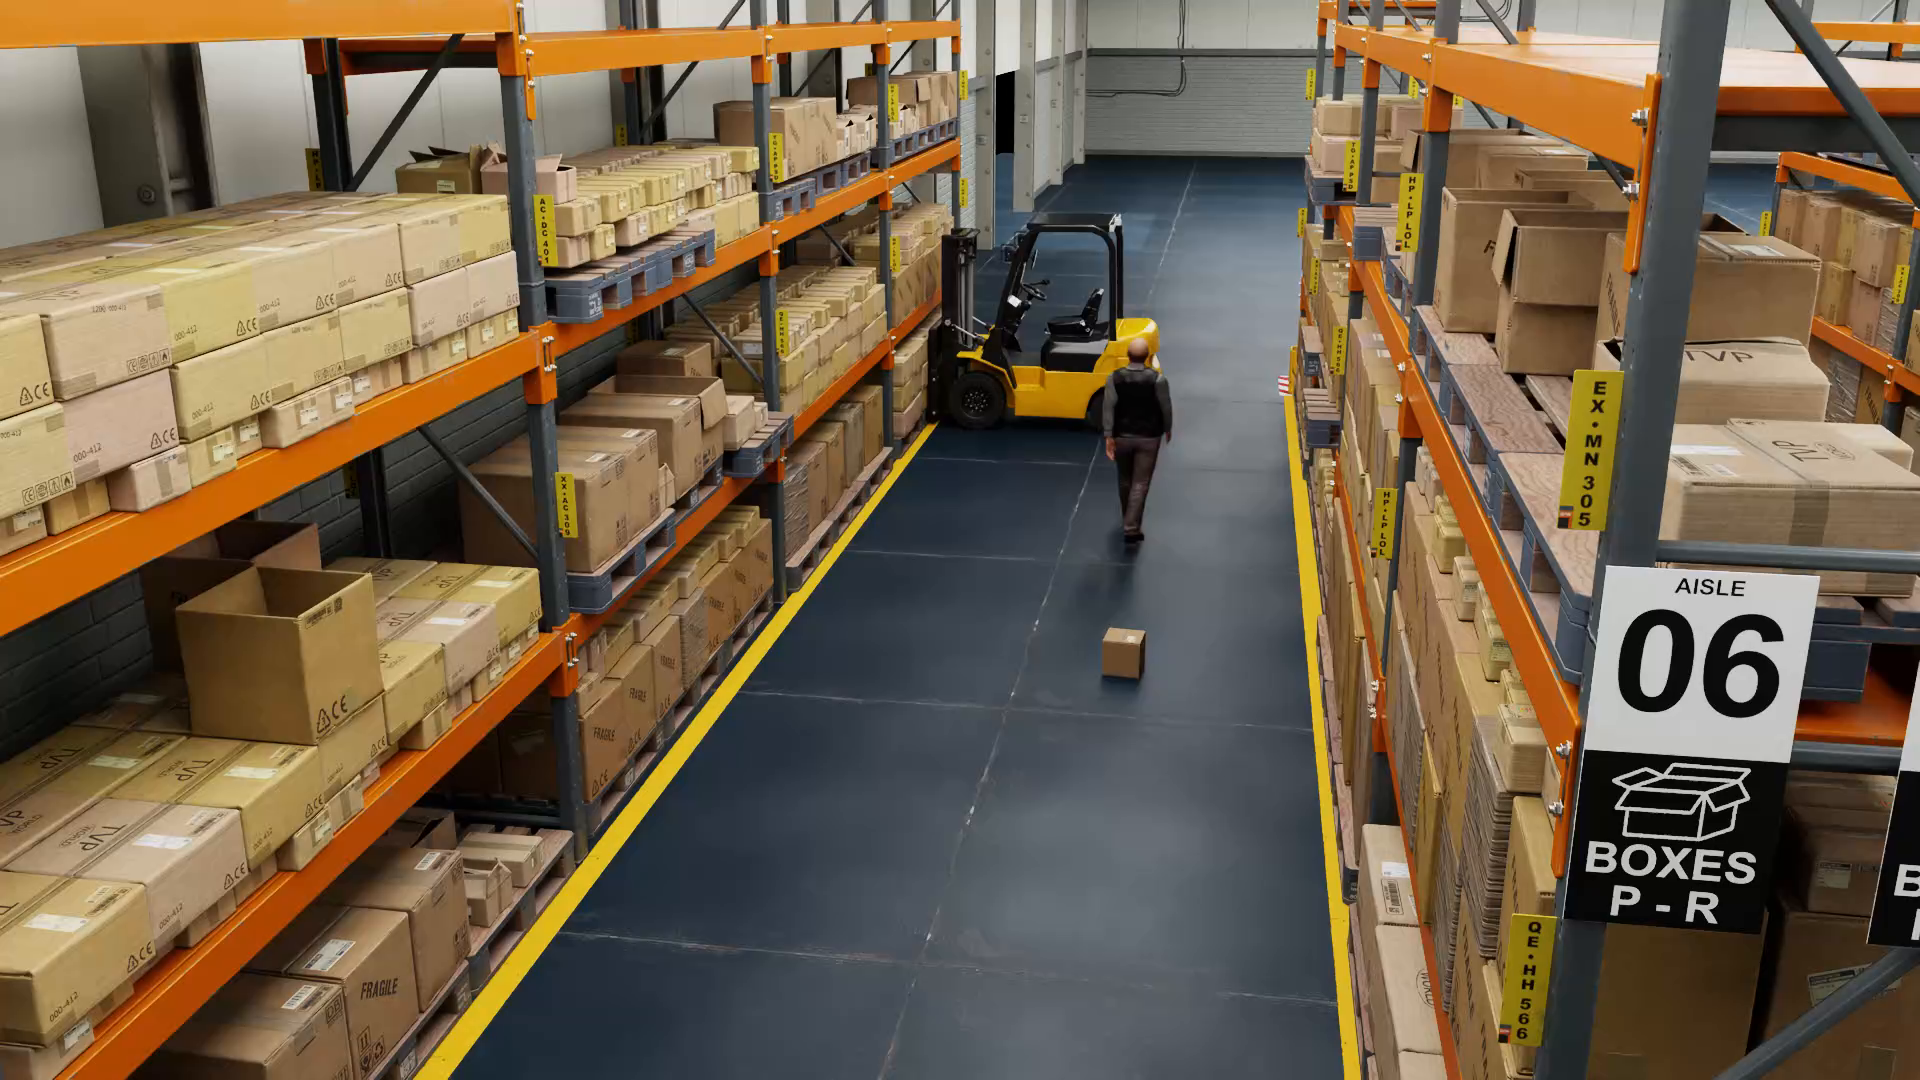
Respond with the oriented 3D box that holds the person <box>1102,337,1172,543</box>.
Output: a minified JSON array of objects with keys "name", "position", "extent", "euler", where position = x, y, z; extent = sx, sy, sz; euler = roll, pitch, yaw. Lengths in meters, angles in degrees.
[{"name":"person","position":[1.487,-0.873,13.796],"extent":[0.548,1.670,1.003],"euler":[6,19,18]}]
